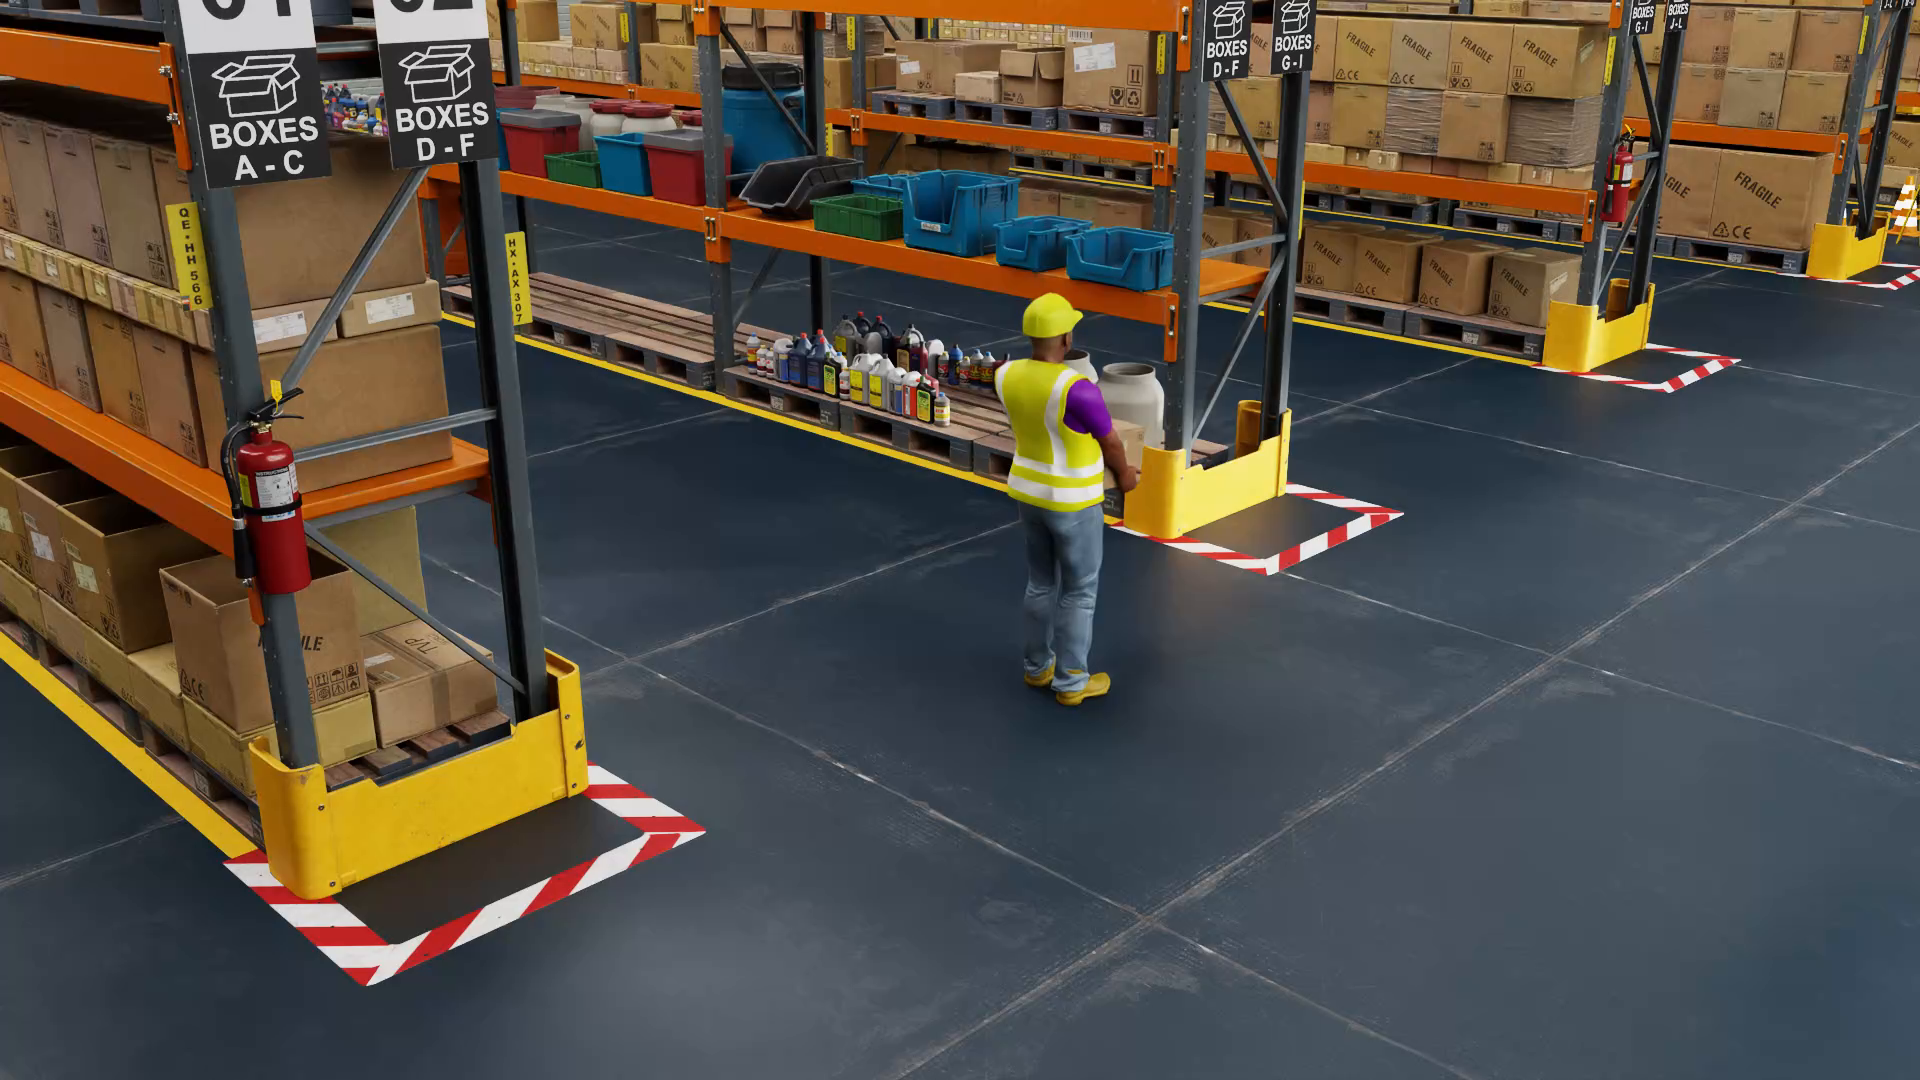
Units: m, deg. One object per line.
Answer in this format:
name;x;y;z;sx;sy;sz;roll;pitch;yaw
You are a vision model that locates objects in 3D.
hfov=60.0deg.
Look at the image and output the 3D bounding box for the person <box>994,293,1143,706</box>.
person;0.472;-0.197;7.081;0.581;1.759;0.504;-19;28;-41
